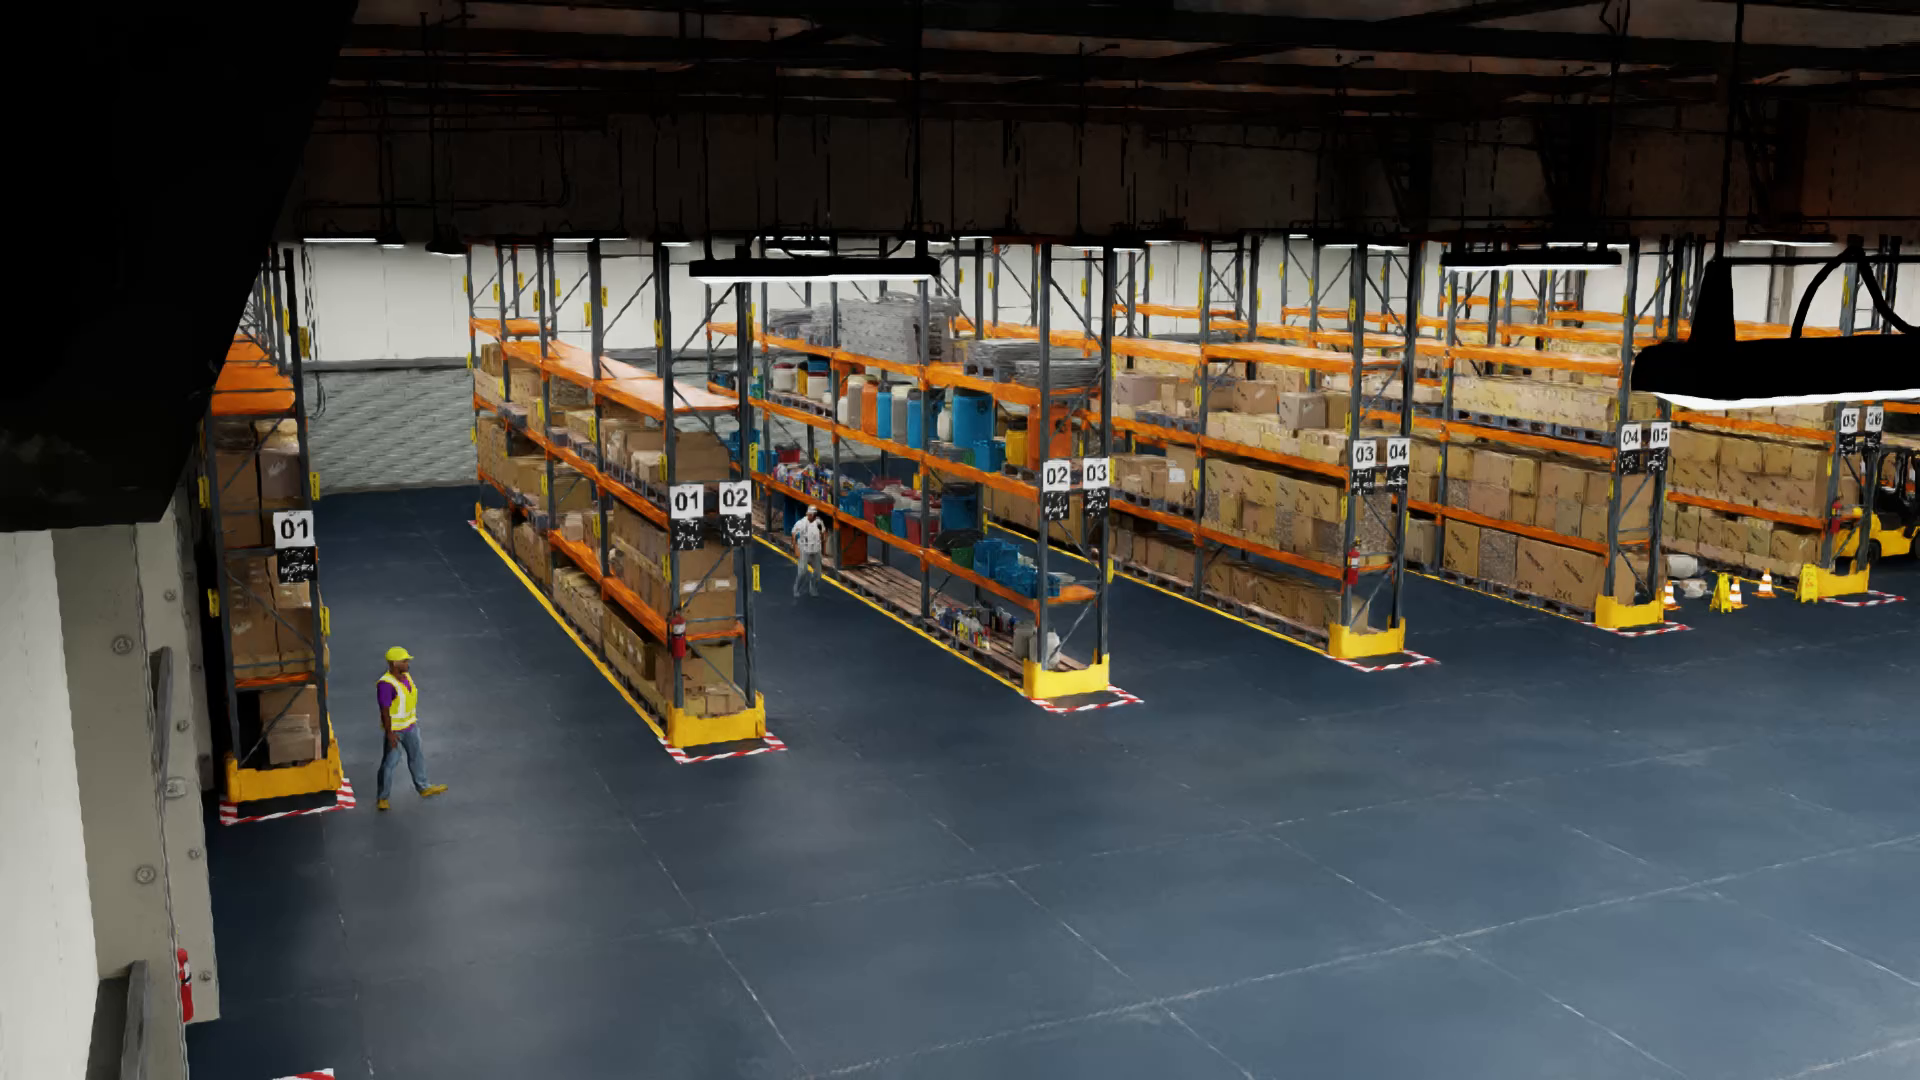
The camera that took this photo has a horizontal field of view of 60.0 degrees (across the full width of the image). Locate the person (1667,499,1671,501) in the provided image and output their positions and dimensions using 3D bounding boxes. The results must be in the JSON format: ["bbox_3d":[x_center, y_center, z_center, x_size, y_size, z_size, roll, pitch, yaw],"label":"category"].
[{"bbox_3d":[14.569,-1.143,34.243,0.494,1.786,0.598,1,11,5],"label":"person"}]

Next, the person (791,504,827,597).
[{"bbox_3d":[-2.534,0.178,28.023,0.625,1.610,0.582,-5,12,-25],"label":"person"}]

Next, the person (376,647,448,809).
[{"bbox_3d":[-6.056,2.006,18.100,0.568,1.754,0.734,3,11,13],"label":"person"}]
